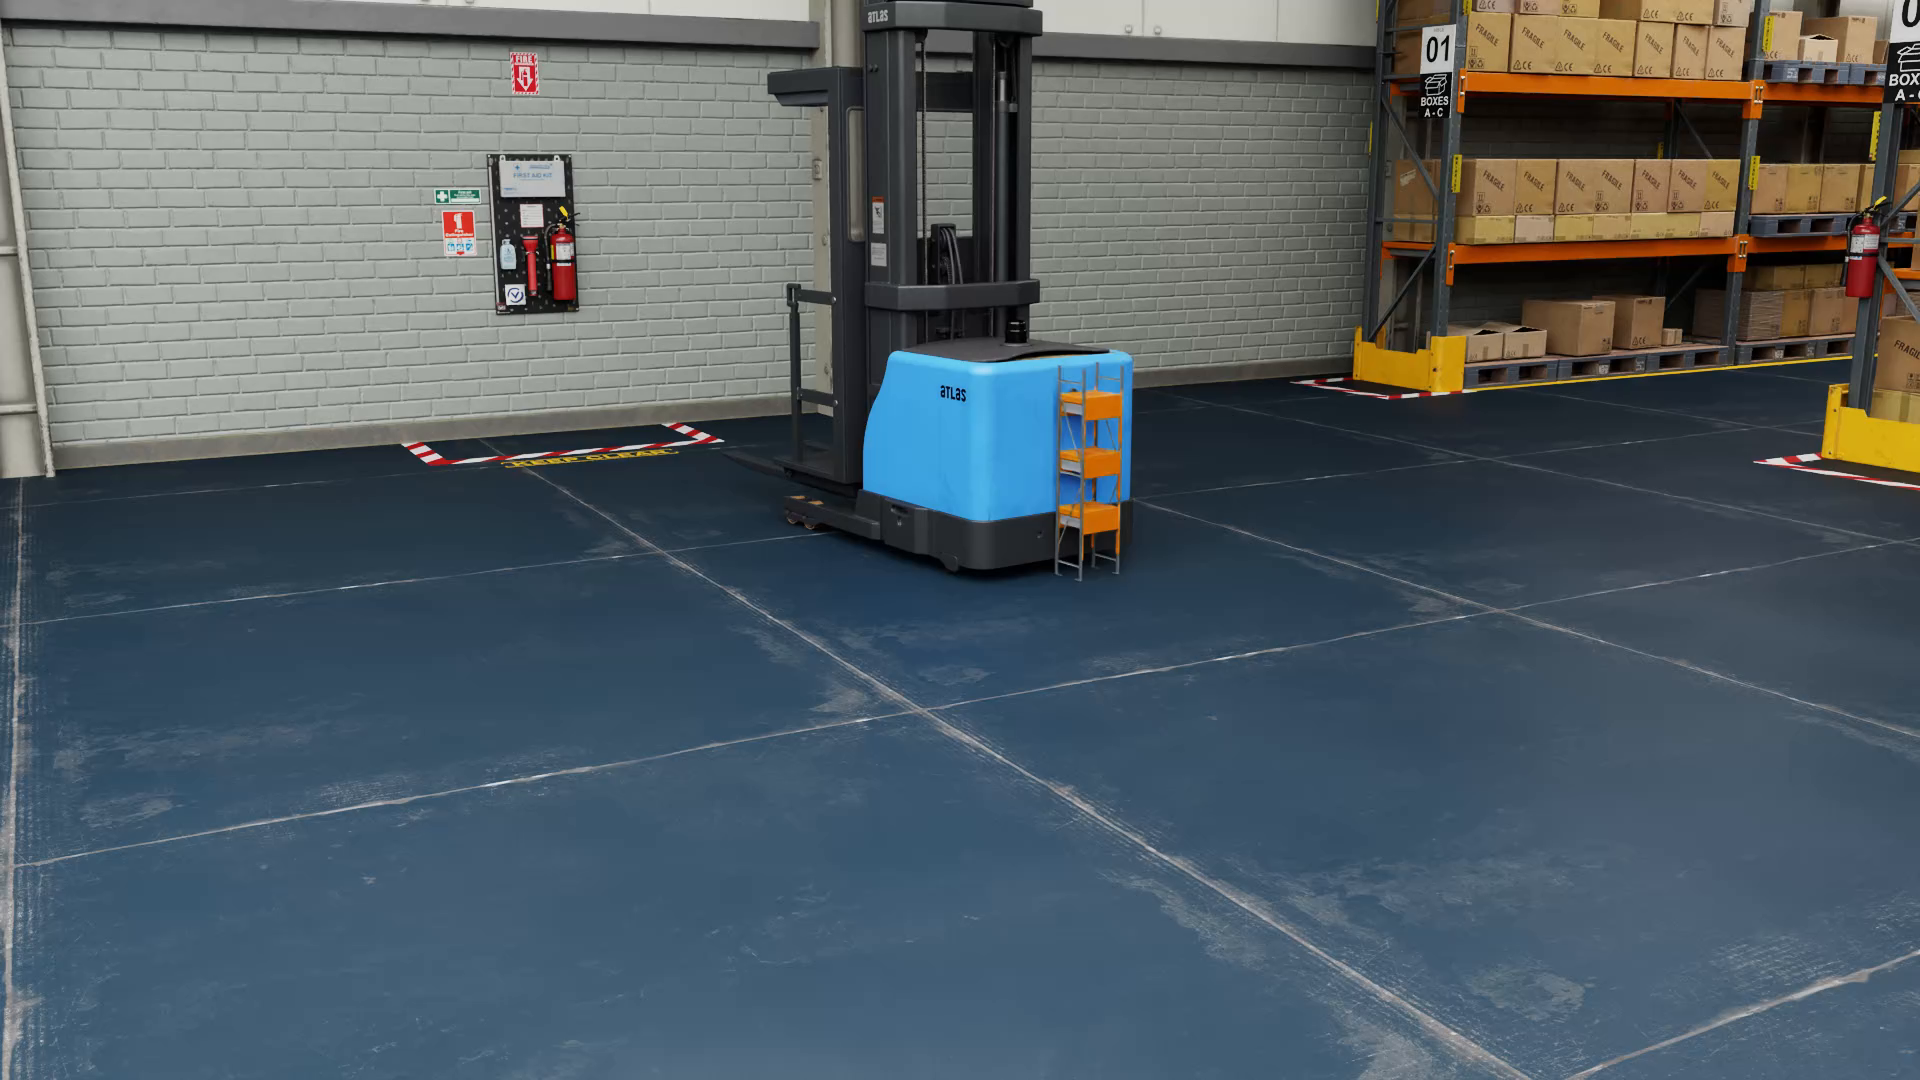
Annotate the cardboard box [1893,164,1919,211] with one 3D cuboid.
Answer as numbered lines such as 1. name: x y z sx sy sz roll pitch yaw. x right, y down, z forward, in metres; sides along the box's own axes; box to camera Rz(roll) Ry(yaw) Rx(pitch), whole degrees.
1. cardboard box: 10.253 -3.904 18.394 0.500 0.500 0.700 -8 15 -33

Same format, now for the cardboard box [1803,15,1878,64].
1. cardboard box: 9.228 -5.224 17.473 0.500 0.500 0.500 -7 15 -30

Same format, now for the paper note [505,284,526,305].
1. paper note: -3.325 -1.836 12.440 0.142 0.148 0.016 -7 14 -28

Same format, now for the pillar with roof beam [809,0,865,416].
1. pillar with roof beam: 1.113 -4.620 9.144 0.400 9.000 9.100 -7 14 -28

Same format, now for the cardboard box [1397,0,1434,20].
1. cardboard box: 4.370 -5.020 15.199 0.500 0.500 0.500 -6 14 -25

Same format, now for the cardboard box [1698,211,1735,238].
1. cardboard box: 7.357 -3.163 16.629 0.500 0.250 0.500 -7 14 -28

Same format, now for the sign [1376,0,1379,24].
1. sign: 3.868 -4.919 15.284 0.005 0.325 0.100 -7 14 -28

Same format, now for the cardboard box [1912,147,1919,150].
1. cardboard box: 11.413 -4.423 19.271 0.500 0.250 0.500 -6 14 -26

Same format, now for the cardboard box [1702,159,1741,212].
1. cardboard box: 7.361 -3.528 16.542 0.500 0.500 0.500 -7 14 -28

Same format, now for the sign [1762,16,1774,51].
1. sign: 7.894 -4.947 16.249 0.005 0.325 0.100 -7 14 -28

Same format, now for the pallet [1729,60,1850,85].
1. pallet: 8.221 -4.751 16.984 1.003 0.211 1.213 -7 14 -28

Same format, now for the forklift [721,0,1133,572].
1. forklift: -0.366 -1.542 9.285 1.130 2.935 3.031 -9 15 -35

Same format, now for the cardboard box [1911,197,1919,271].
1. cardboard box: 6.910 -2.055 11.182 0.500 0.500 0.700 -7 14 -28

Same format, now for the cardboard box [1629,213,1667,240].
1. cardboard box: 6.482 -3.057 16.155 0.500 0.250 0.500 -7 14 -28

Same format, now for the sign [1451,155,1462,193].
1. sign: 4.377 -3.232 14.666 0.005 0.325 0.100 -7 14 -28

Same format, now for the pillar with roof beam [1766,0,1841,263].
1. pillar with roof beam: 11.646 -5.883 14.753 0.400 9.000 9.100 -7 14 -28

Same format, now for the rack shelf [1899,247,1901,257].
1. rack shelf: 12.894 -3.615 19.979 4.000 0.370 1.077 -7 14 -28

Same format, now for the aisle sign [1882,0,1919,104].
1. aisle sign: 6.295 -3.278 10.921 0.004 0.787 0.394 -7 14 -28

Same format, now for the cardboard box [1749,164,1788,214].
1. cardboard box: 8.091 -3.645 17.245 0.500 0.500 0.700 -7 14 -28

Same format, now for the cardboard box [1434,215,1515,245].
1. cardboard box: 4.697 -2.841 15.196 0.500 0.250 0.500 -7 15 -29

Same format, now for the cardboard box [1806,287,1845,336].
1. cardboard box: 9.163 -2.521 18.169 0.500 0.500 0.700 -7 14 -27

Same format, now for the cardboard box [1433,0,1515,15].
1. cardboard box: 4.571 -4.918 14.746 0.500 0.500 0.500 -8 15 -32

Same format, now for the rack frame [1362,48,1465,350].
1. rack frame: 4.117 -2.914 15.226 0.127 3.000 1.000 -7 14 -28

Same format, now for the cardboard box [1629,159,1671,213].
1. cardboard box: 6.478 -3.423 16.077 0.500 0.500 0.500 -7 15 -29

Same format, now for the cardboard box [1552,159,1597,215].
1. cardboard box: 5.575 -3.312 15.582 0.500 0.500 0.500 -7 15 -30

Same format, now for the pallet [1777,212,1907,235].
1. pallet: 9.421 -3.446 18.026 1.213 0.211 1.003 -7 14 -28

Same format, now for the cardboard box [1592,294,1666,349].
1. cardboard box: 6.736 -2.213 16.802 0.500 0.500 0.500 -8 15 -32

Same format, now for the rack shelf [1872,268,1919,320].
1. rack shelf: 8.249 -1.819 12.000 4.000 0.370 1.077 -7 14 -28

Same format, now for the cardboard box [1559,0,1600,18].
1. cardboard box: 5.480 -5.017 15.186 0.500 0.500 0.500 -6 14 -26

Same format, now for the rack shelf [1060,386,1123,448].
1. rack shelf: 0.638 -0.605 8.161 0.240 0.259 0.215 -9 16 -36

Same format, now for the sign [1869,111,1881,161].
1. sign: 6.246 -2.746 11.304 0.005 0.325 0.100 -7 14 -28

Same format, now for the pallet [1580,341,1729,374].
1. pallet: 7.055 -1.897 17.058 1.213 0.211 1.003 -7 14 -28

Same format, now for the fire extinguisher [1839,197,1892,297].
1. fire extinguisher: 6.167 -1.999 11.337 0.183 0.674 0.296 -7 14 -28

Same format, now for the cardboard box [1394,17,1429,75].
1. cardboard box: 4.362 -4.529 15.295 0.500 0.500 0.500 -6 14 -24

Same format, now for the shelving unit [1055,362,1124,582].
1. shelving unit: 0.637 -0.339 8.222 0.252 1.050 0.215 -9 16 -36

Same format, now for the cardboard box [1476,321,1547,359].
1. cardboard box: 5.268 -1.932 15.986 0.500 0.311 0.500 -6 14 -23

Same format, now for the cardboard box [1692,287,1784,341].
1. cardboard box: 8.266 -2.411 17.680 0.500 0.500 0.700 -6 14 -26

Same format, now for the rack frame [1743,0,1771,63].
1. rack frame: 7.628 -6.262 16.437 0.127 3.000 1.000 -7 14 -28

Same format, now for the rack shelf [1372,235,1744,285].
1. rack shelf: 5.872 -2.774 16.240 4.000 0.370 1.077 -7 14 -28

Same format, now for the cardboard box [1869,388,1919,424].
1. cardboard box: 6.823 -0.937 11.745 0.500 0.250 0.500 -7 14 -28

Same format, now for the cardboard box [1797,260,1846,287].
1. cardboard box: 9.552 -2.928 18.271 0.500 0.250 0.500 -7 14 -28

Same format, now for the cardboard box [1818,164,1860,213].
1. cardboard box: 9.148 -3.778 17.835 0.500 0.500 0.700 -5 14 -20

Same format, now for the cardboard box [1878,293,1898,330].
1. cardboard box: 10.024 -2.633 18.669 0.500 0.500 0.700 -7 14 -28

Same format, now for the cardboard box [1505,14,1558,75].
1. cardboard box: 5.019 -4.473 15.046 0.500 0.500 0.500 -6 14 -24

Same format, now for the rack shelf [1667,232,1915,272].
1. rack shelf: 9.383 -3.194 18.110 4.000 0.370 1.077 -7 14 -28

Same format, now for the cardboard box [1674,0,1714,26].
1. cardboard box: 6.839 -5.180 15.910 0.500 0.500 0.500 -6 14 -25

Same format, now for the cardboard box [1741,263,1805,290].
1. cardboard box: 8.651 -2.823 17.807 0.500 0.250 0.500 -7 15 -29

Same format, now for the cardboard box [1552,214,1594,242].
1. cardboard box: 5.596 -2.951 15.684 0.500 0.250 0.500 -7 15 -29

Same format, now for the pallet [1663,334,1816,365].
1. pallet: 8.310 -2.057 17.767 1.213 0.211 1.003 -7 14 -28

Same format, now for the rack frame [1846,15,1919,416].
1. rack frame: 6.494 -1.960 10.986 0.127 3.000 1.000 -7 14 -28

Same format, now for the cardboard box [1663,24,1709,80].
1. cardboard box: 6.853 -4.705 16.080 0.500 0.500 0.500 -8 15 -33

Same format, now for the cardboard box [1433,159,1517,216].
1. cardboard box: 4.680 -3.209 15.124 0.500 0.500 0.500 -7 14 -28

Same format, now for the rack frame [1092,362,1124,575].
1. rack frame: 0.735 -0.355 8.293 0.008 1.050 0.200 -9 16 -36

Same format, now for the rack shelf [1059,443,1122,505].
1. rack shelf: 0.637 -0.328 8.224 0.240 0.259 0.215 -9 16 -36

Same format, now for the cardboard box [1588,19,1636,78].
1. cardboard box: 5.933 -4.588 15.561 0.500 0.500 0.500 -6 14 -24

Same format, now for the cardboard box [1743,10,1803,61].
1. cardboard box: 8.146 -5.094 16.896 0.500 0.500 0.500 -5 13 -20

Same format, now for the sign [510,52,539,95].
1. sign: -3.192 -3.420 12.194 0.199 0.298 0.001 -7 14 -28

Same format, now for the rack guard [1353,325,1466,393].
1. rack guard: 4.184 -1.703 15.536 0.348 0.500 1.175 -7 14 -28

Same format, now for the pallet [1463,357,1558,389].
1. pallet: 4.914 -1.640 15.917 1.213 0.211 1.003 -7 14 -28
